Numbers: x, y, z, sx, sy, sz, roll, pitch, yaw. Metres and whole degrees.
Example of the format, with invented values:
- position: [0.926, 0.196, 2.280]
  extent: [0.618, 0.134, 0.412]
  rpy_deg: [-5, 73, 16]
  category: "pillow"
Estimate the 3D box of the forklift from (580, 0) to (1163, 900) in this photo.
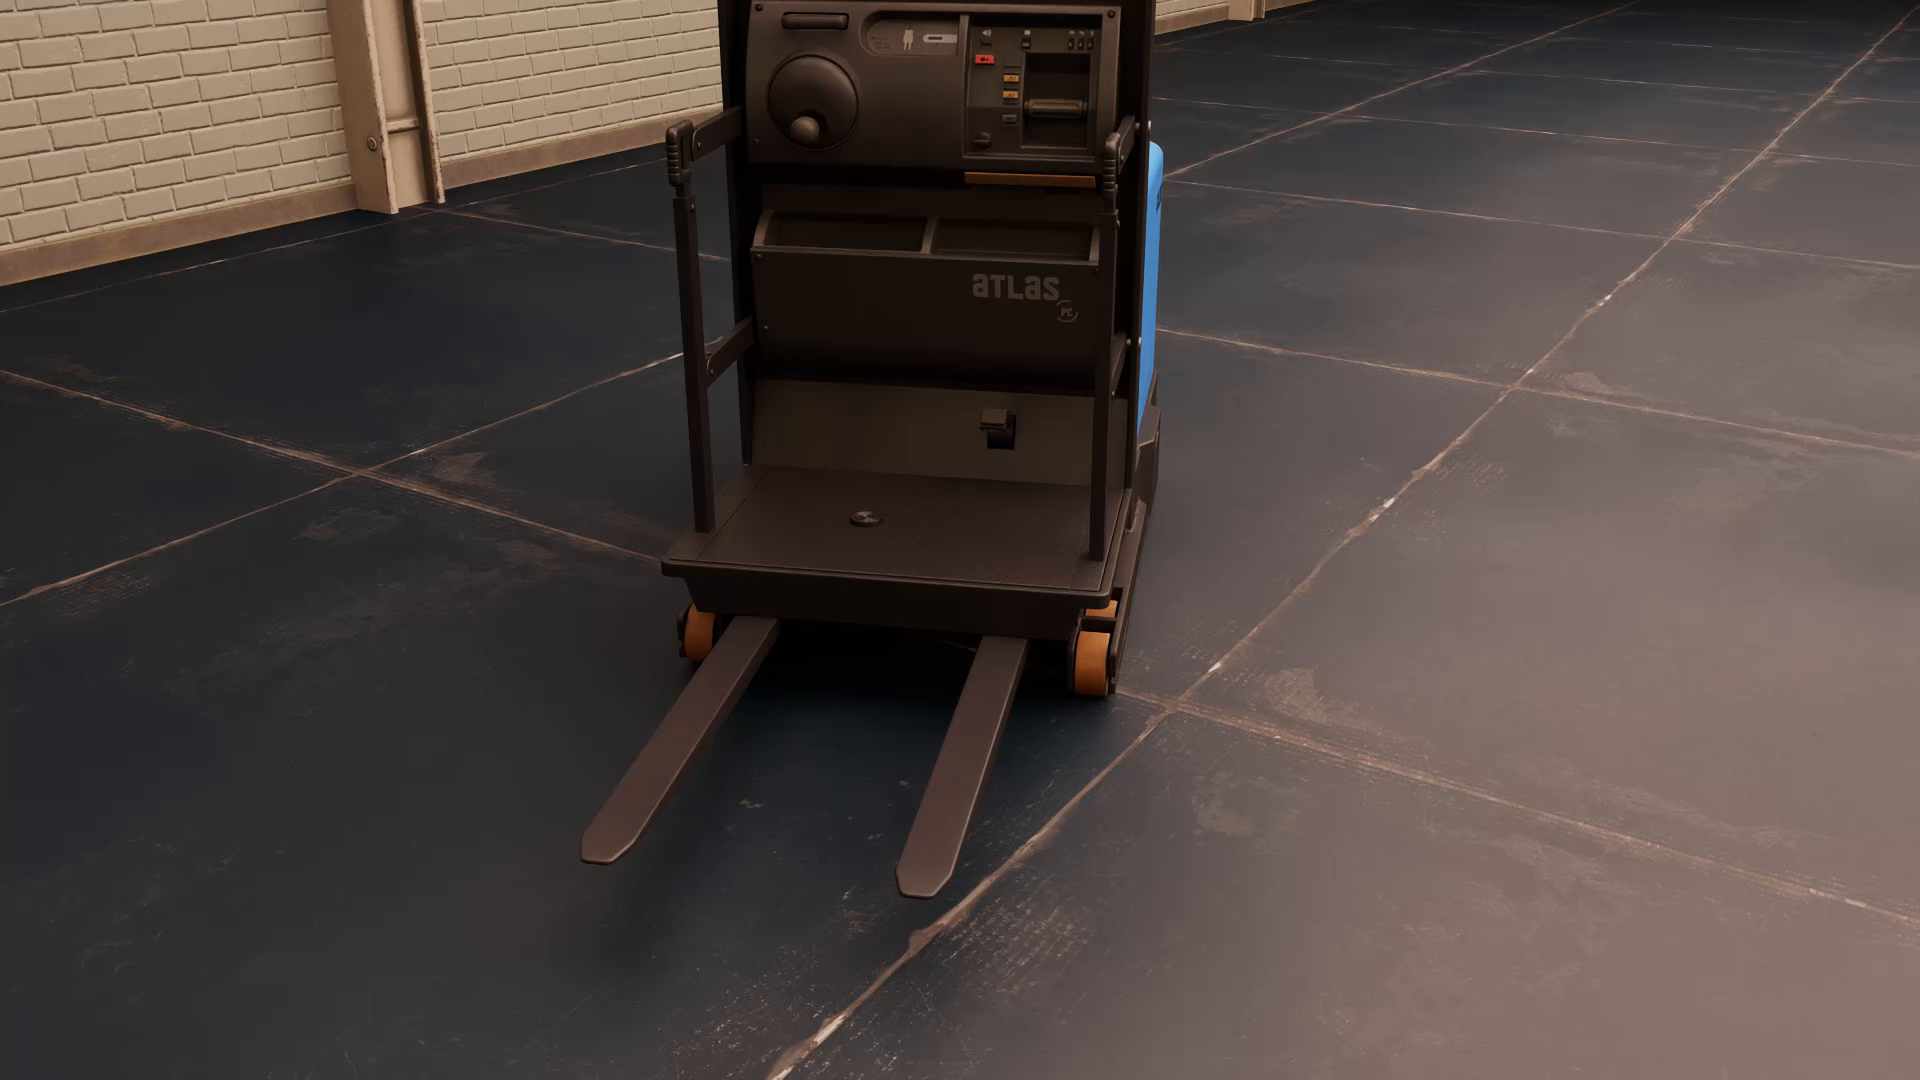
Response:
- position: [-0.108, -1.111, 3.912]
  extent: [1.130, 2.935, 3.031]
  rpy_deg: [4, 24, 9]
  category: "forklift"
